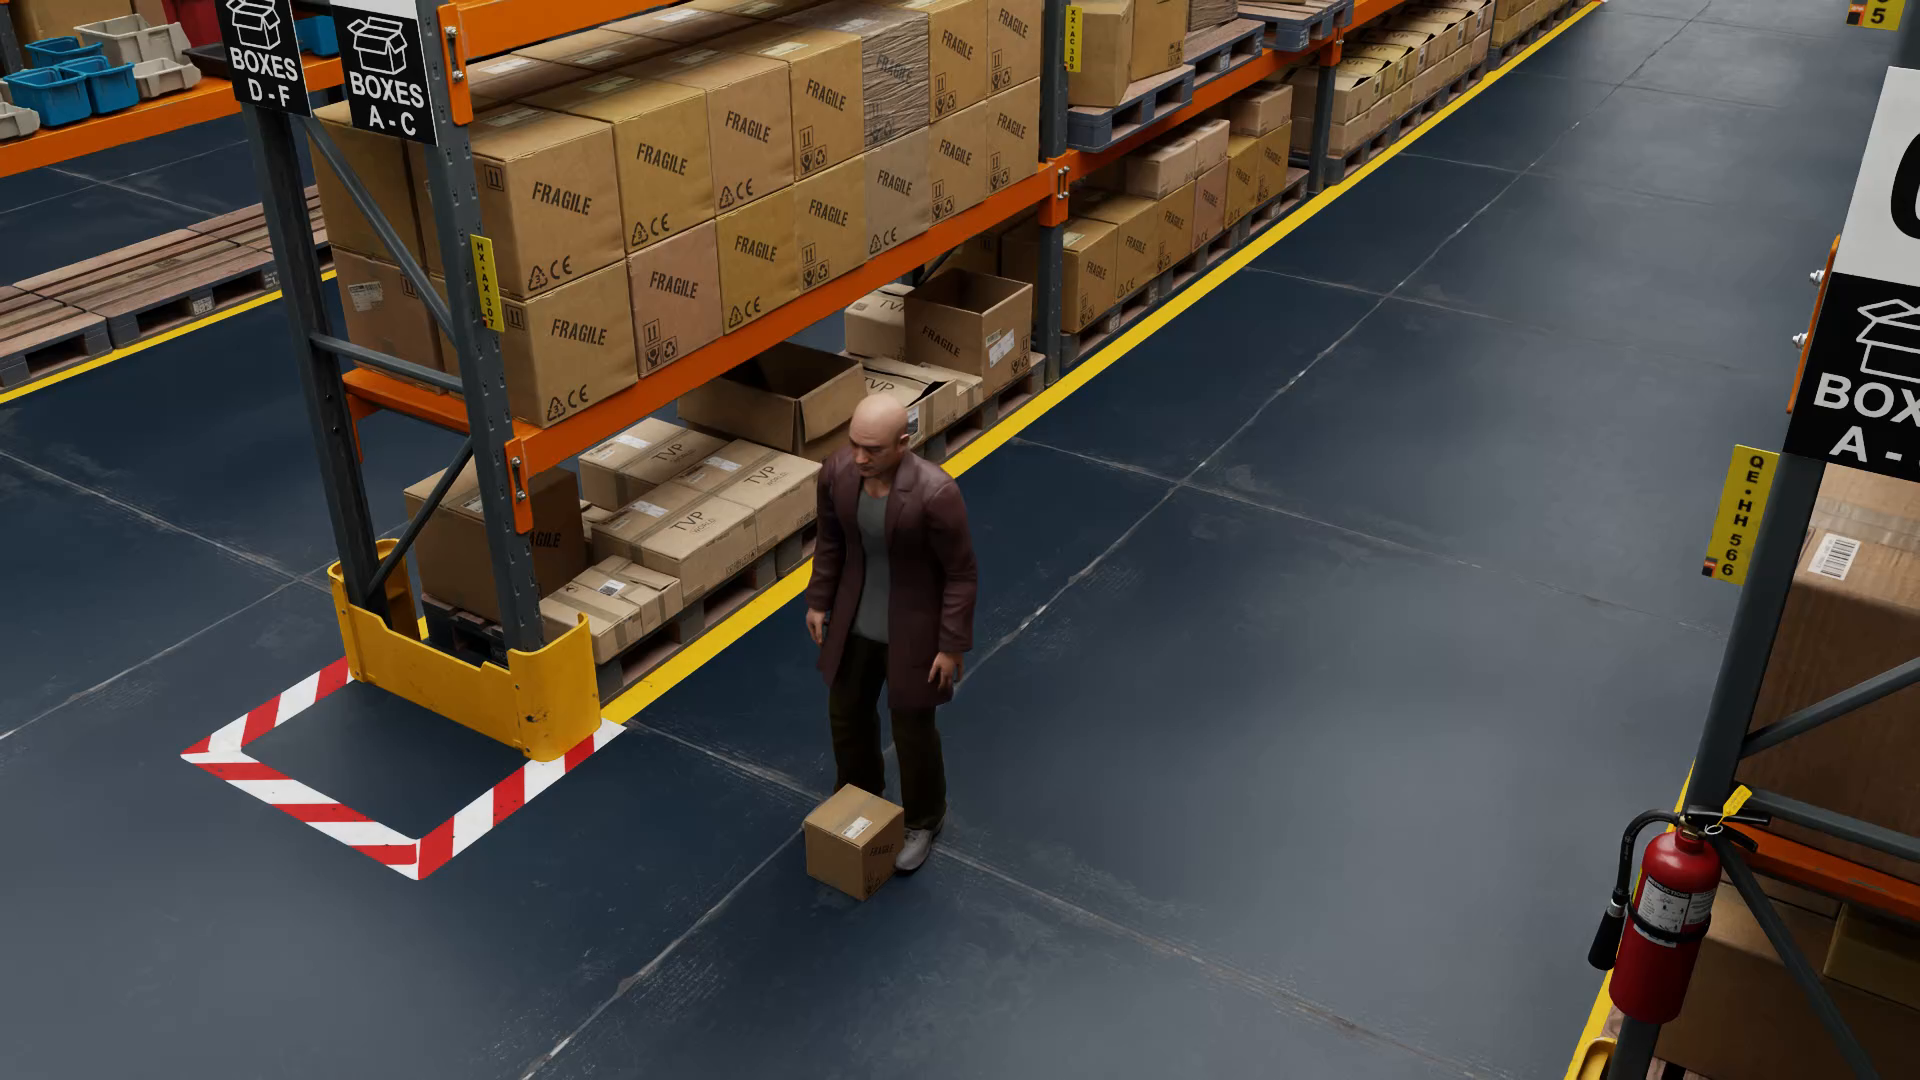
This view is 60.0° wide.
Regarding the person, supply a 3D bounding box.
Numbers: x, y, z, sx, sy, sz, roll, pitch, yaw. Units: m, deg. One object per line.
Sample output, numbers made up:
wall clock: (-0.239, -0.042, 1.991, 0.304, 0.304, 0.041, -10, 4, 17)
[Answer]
person: (-0.242, 0.294, 5.637, 0.651, 1.773, 0.417, 17, 34, 27)
